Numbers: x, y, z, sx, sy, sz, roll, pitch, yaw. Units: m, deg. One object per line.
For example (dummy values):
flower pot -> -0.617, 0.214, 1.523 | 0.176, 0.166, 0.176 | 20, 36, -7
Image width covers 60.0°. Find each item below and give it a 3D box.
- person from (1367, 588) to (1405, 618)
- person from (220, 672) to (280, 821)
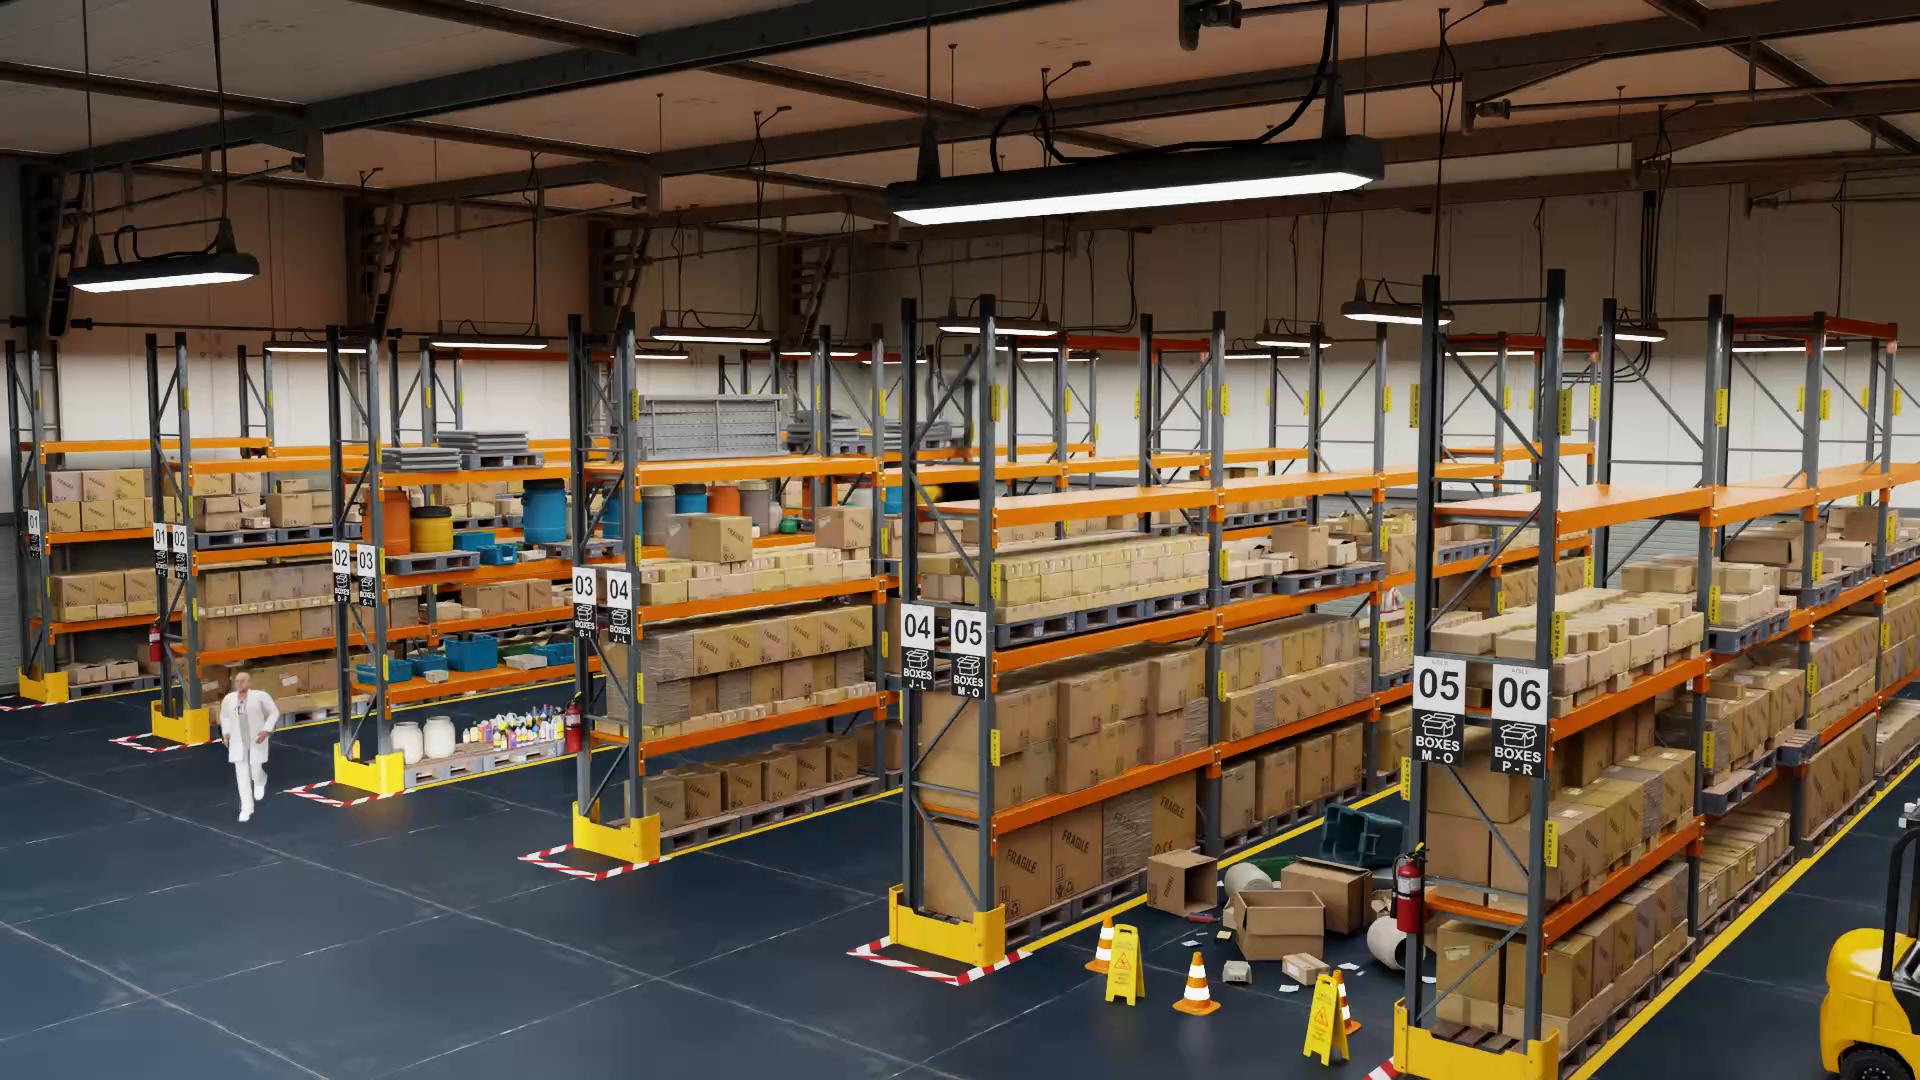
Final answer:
person -> 7.847, 1.503, 30.683 | 0.676, 1.797, 1.006 | 1, 5, 14
person -> -8.656, 2.470, 20.297 | 0.701, 1.777, 0.845 | -1, 5, -10
